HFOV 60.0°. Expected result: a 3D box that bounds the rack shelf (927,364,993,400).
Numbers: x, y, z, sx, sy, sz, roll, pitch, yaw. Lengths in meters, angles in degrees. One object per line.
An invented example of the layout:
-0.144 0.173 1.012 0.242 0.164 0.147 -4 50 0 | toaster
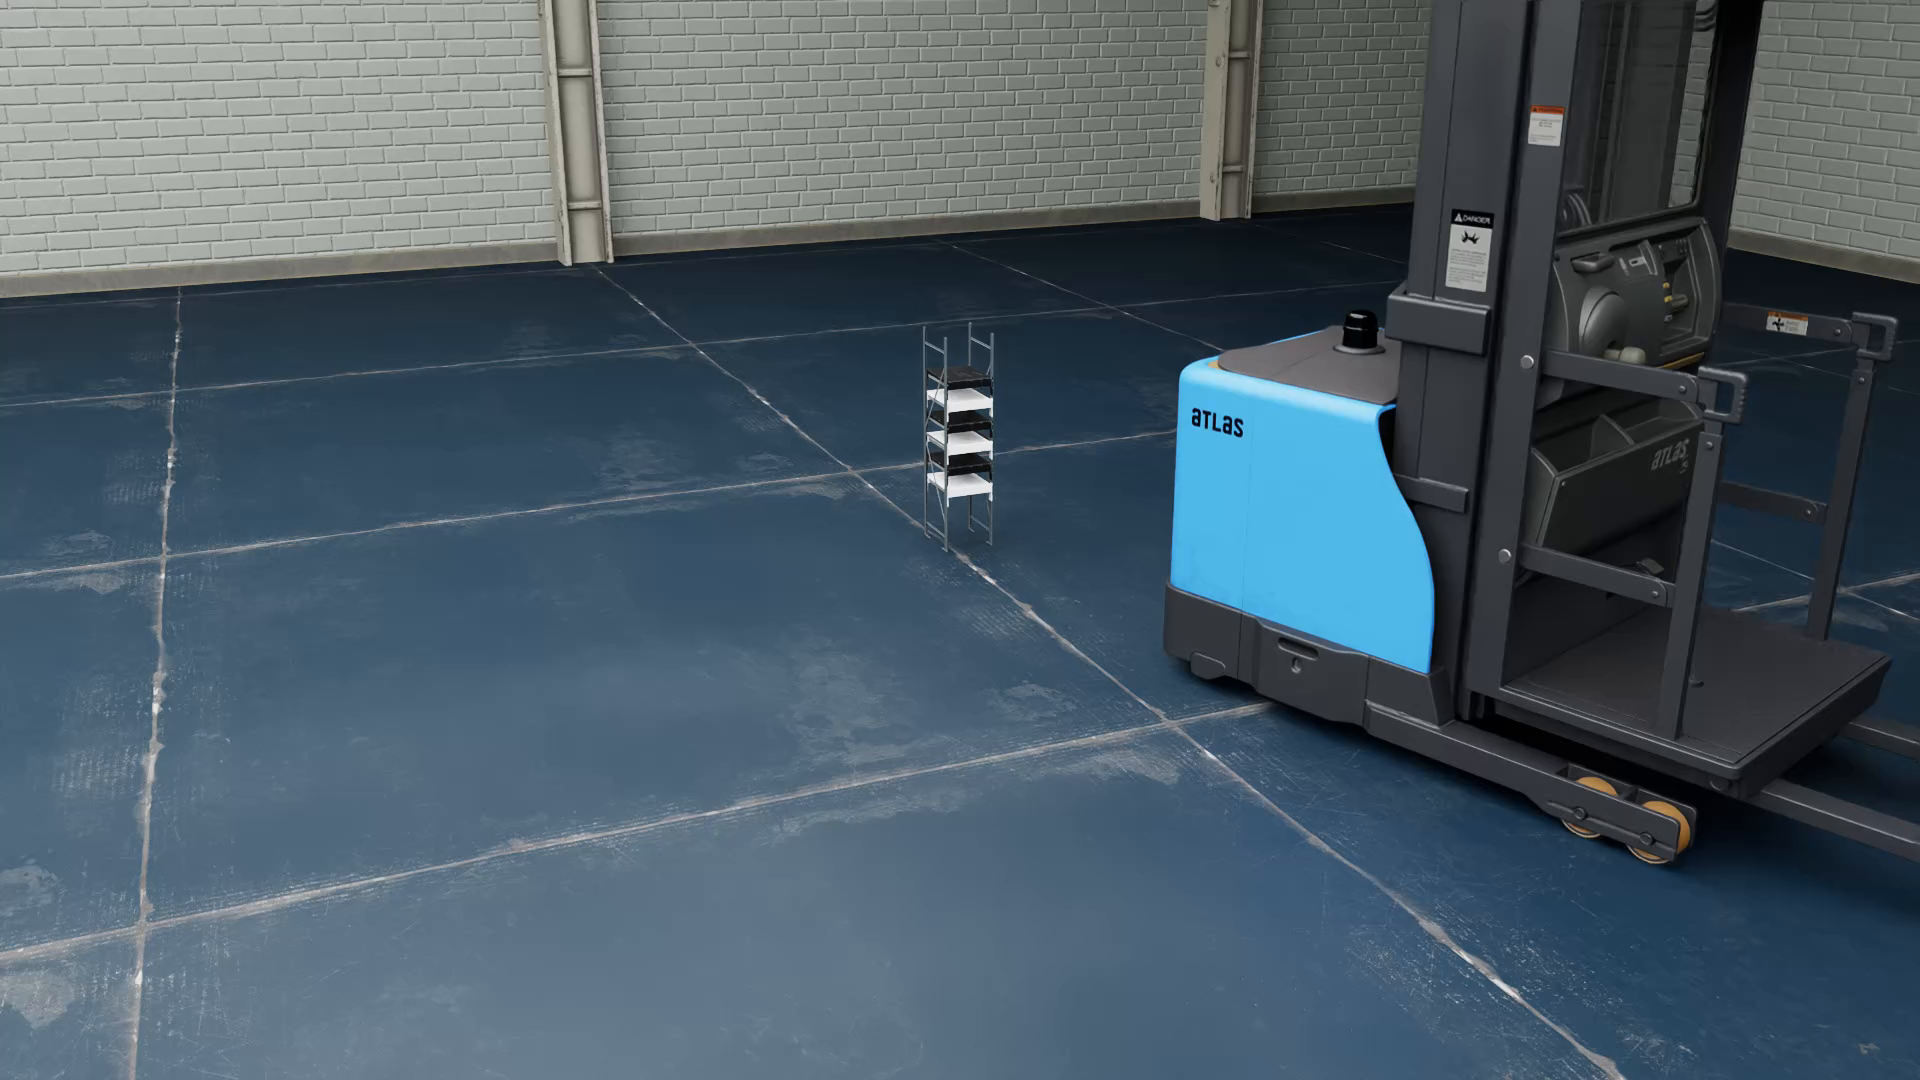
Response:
-0.007 -0.647 6.791 0.200 0.077 0.258 -8 21 -22 | rack shelf

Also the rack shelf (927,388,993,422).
-0.007 -0.562 6.821 0.200 0.077 0.258 -8 21 -22 | rack shelf

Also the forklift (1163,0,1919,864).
2.072 -0.694 4.580 1.130 2.935 3.031 -17 26 -40 | forklift

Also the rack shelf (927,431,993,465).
-0.007 -0.392 6.881 0.200 0.077 0.258 -8 21 -22 | rack shelf

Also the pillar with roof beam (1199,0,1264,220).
4.197 -5.974 10.439 0.400 9.000 9.100 -8 21 -22 | pillar with roof beam

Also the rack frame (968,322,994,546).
0.086 -0.437 6.908 0.006 0.900 0.240 -8 21 -22 | rack frame

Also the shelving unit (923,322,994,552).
-0.007 -0.423 6.870 0.210 0.900 0.258 -8 21 -22 | shelving unit

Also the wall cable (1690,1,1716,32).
5.721 -5.806 14.639 0.112 2.526 3.097 -8 21 -22 | wall cable

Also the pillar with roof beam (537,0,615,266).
-1.312 -5.185 8.198 0.400 9.000 9.100 -8 21 -22 | pillar with roof beam

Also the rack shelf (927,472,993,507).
-0.007 -0.222 6.940 0.200 0.077 0.258 -8 21 -22 | rack shelf

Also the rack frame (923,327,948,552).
-0.101 -0.410 6.832 0.006 0.900 0.240 -8 21 -22 | rack frame

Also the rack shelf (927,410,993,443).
-0.007 -0.477 6.851 0.200 0.077 0.258 -8 21 -22 | rack shelf

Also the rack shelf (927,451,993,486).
-0.007 -0.307 6.911 0.200 0.077 0.258 -8 21 -22 | rack shelf
